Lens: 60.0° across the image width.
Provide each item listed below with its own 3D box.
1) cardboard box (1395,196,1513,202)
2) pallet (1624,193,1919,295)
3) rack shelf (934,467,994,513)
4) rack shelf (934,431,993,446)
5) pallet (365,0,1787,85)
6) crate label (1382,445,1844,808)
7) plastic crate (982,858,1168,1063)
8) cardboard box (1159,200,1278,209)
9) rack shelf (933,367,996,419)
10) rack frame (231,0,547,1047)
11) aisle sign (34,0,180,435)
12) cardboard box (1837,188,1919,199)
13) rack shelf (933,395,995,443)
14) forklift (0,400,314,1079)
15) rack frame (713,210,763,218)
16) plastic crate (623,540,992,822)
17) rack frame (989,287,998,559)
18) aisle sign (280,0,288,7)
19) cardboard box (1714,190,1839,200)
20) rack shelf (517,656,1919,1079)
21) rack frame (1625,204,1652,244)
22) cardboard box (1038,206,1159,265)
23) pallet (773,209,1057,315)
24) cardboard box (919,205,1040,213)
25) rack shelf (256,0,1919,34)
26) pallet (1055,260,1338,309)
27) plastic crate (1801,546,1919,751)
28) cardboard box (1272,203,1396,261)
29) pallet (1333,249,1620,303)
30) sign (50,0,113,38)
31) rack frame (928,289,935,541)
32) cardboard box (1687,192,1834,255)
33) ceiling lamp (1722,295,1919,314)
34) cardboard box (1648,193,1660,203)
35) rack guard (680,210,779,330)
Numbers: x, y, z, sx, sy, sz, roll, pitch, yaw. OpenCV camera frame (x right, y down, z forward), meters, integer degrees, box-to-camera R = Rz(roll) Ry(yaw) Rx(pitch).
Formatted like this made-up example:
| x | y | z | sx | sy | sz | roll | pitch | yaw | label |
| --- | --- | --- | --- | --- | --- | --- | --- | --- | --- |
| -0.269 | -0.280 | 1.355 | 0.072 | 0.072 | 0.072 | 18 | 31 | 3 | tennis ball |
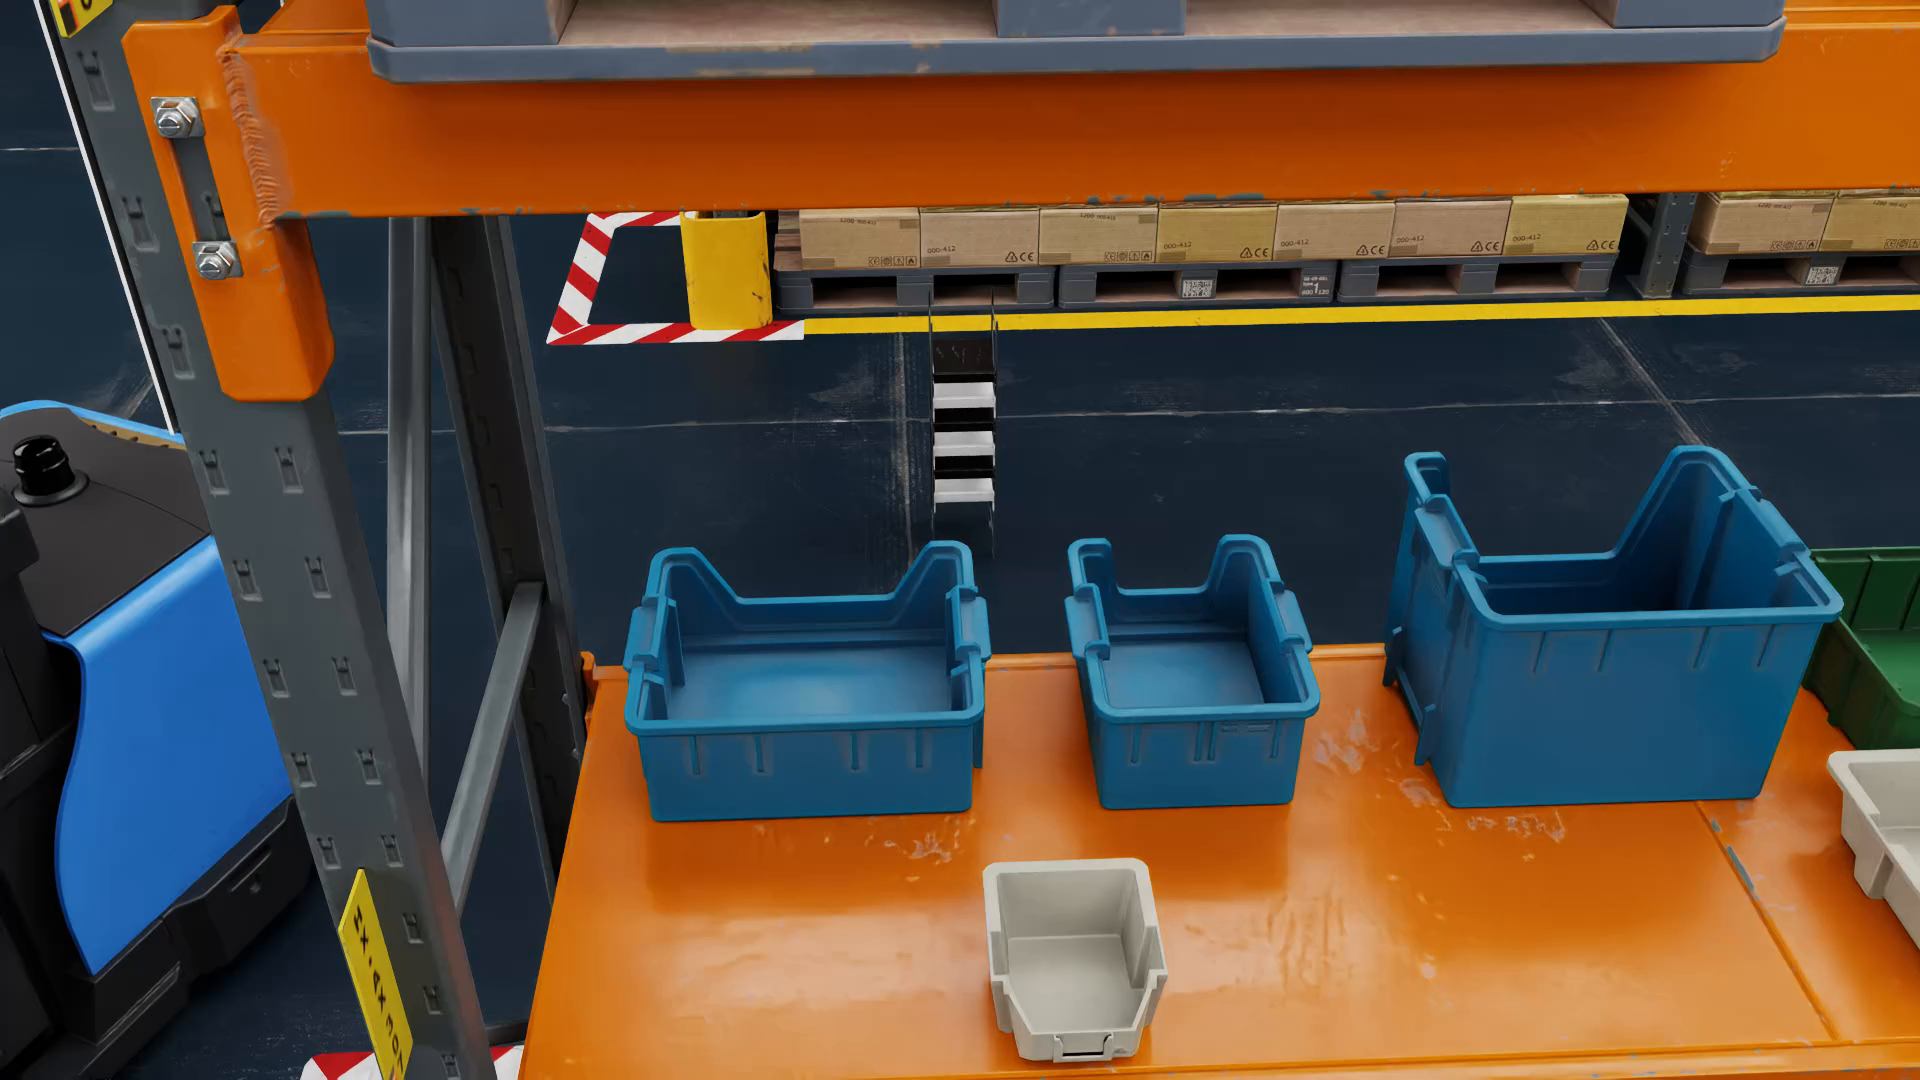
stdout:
| x | y | z | sx | sy | sz | roll | pitch | yaw | label |
| --- | --- | --- | --- | --- | --- | --- | --- | --- | --- |
| 2.068 | -1.771 | 7.061 | 0.500 | 0.500 | 0.500 | -2 | 35 | -2 | cardboard box |
| 3.755 | -1.460 | 7.674 | 1.213 | 0.211 | 1.003 | -2 | 35 | -2 | pallet |
| 0.008 | -0.195 | 5.616 | 0.200 | 0.077 | 0.258 | -2 | 35 | -2 | rack shelf |
| 0.008 | -0.360 | 5.502 | 0.190 | 0.026 | 0.221 | -2 | 35 | -2 | rack shelf |
| 0.087 | -0.763 | 1.747 | 1.213 | 0.211 | 1.003 | -2 | 35 | -2 | pallet |
| 1.081 | 0.141 | 2.879 | 0.616 | 0.435 | 0.502 | -2 | 35 | -2 | crate label |
| 0.165 | 0.627 | 2.440 | 0.250 | 0.136 | 0.298 | -2 | 35 | -2 | plastic crate |
| 1.070 | -1.734 | 7.007 | 0.500 | 0.500 | 0.500 | -2 | 35 | -2 | cardboard box |
| 0.008 | -0.491 | 5.411 | 0.200 | 0.077 | 0.258 | -2 | 35 | -2 | rack shelf |
| -0.744 | 0.361 | 2.592 | 0.053 | 2.616 | 0.949 | -2 | 35 | -2 | rack frame |
| -0.802 | -0.541 | 1.612 | 0.004 | 0.787 | 0.394 | -2 | 35 | -2 | aisle sign |
| 3.945 | -1.717 | 7.149 | 0.500 | 0.311 | 0.500 | -2 | 35 | -3 | cardboard box |
| 0.008 | -0.417 | 5.462 | 0.200 | 0.077 | 0.258 | -2 | 35 | -2 | rack shelf |
| -2.608 | 0.167 | 2.934 | 1.130 | 2.935 | 3.031 | 13 | 37 | 18 | forklift |
| -0.975 | -2.456 | 6.664 | 0.127 | 3.000 | 1.000 | -2 | 35 | -2 | rack frame |
| -0.258 | 0.237 | 2.902 | 0.616 | 0.251 | 0.499 | -2 | 35 | -2 | plastic crate |
| 0.110 | -0.373 | 5.498 | 0.006 | 0.900 | 0.240 | -2 | 35 | -2 | rack frame |
| -0.830 | -0.877 | 2.096 | 0.004 | 0.787 | 0.394 | -2 | 35 | -2 | aisle sign |
| 3.445 | -1.706 | 7.134 | 0.500 | 0.311 | 0.500 | -1 | 35 | -2 | cardboard box |
| 1.254 | 0.521 | 2.822 | 3.809 | 0.124 | 0.919 | -2 | 35 | -2 | rack shelf |
| 3.020 | -2.566 | 6.822 | 0.053 | 2.616 | 0.949 | -2 | 35 | -2 | rack frame |
| 0.570 | -1.415 | 7.206 | 0.500 | 0.250 | 0.500 | -2 | 35 | -2 | cardboard box |
| -0.213 | -1.354 | 7.521 | 1.213 | 0.211 | 1.003 | -2 | 35 | -2 | pallet |
| 0.071 | -1.709 | 6.972 | 0.500 | 0.500 | 0.500 | -2 | 35 | -2 | cardboard box |
| 1.254 | -0.713 | 1.968 | 3.809 | 0.124 | 0.919 | -2 | 35 | -2 | rack shelf |
| 1.003 | -1.385 | 7.566 | 1.213 | 0.211 | 1.003 | -2 | 35 | -2 | pallet |
| 1.882 | 0.215 | 2.990 | 0.662 | 0.188 | 0.450 | -2 | 35 | -2 | plastic crate |
| 1.569 | -1.440 | 7.242 | 0.500 | 0.250 | 0.500 | -2 | 35 | -2 | cardboard box |
| 2.224 | -1.420 | 7.616 | 1.213 | 0.211 | 1.003 | -2 | 35 | -2 | pallet |
| -0.723 | -0.565 | 1.287 | 0.005 | 0.325 | 0.100 | -2 | 35 | -2 | sign |
| -0.093 | -0.368 | 5.490 | 0.006 | 0.900 | 0.240 | -2 | 35 | -2 | rack frame |
| 3.435 | -1.476 | 7.294 | 0.500 | 0.250 | 0.500 | -2 | 35 | -3 | cardboard box |
| 5.331 | -1.069 | 7.294 | 4.000 | 0.001 | 0.159 | -2 | 35 | -2 | ceiling lamp |
| 3.421 | -1.782 | 7.736 | 0.500 | 0.250 | 0.500 | -2 | 35 | -3 | cardboard box |
| -0.999 | -1.428 | 7.374 | 0.348 | 0.500 | 1.175 | -2 | 35 | -2 | rack guard |
